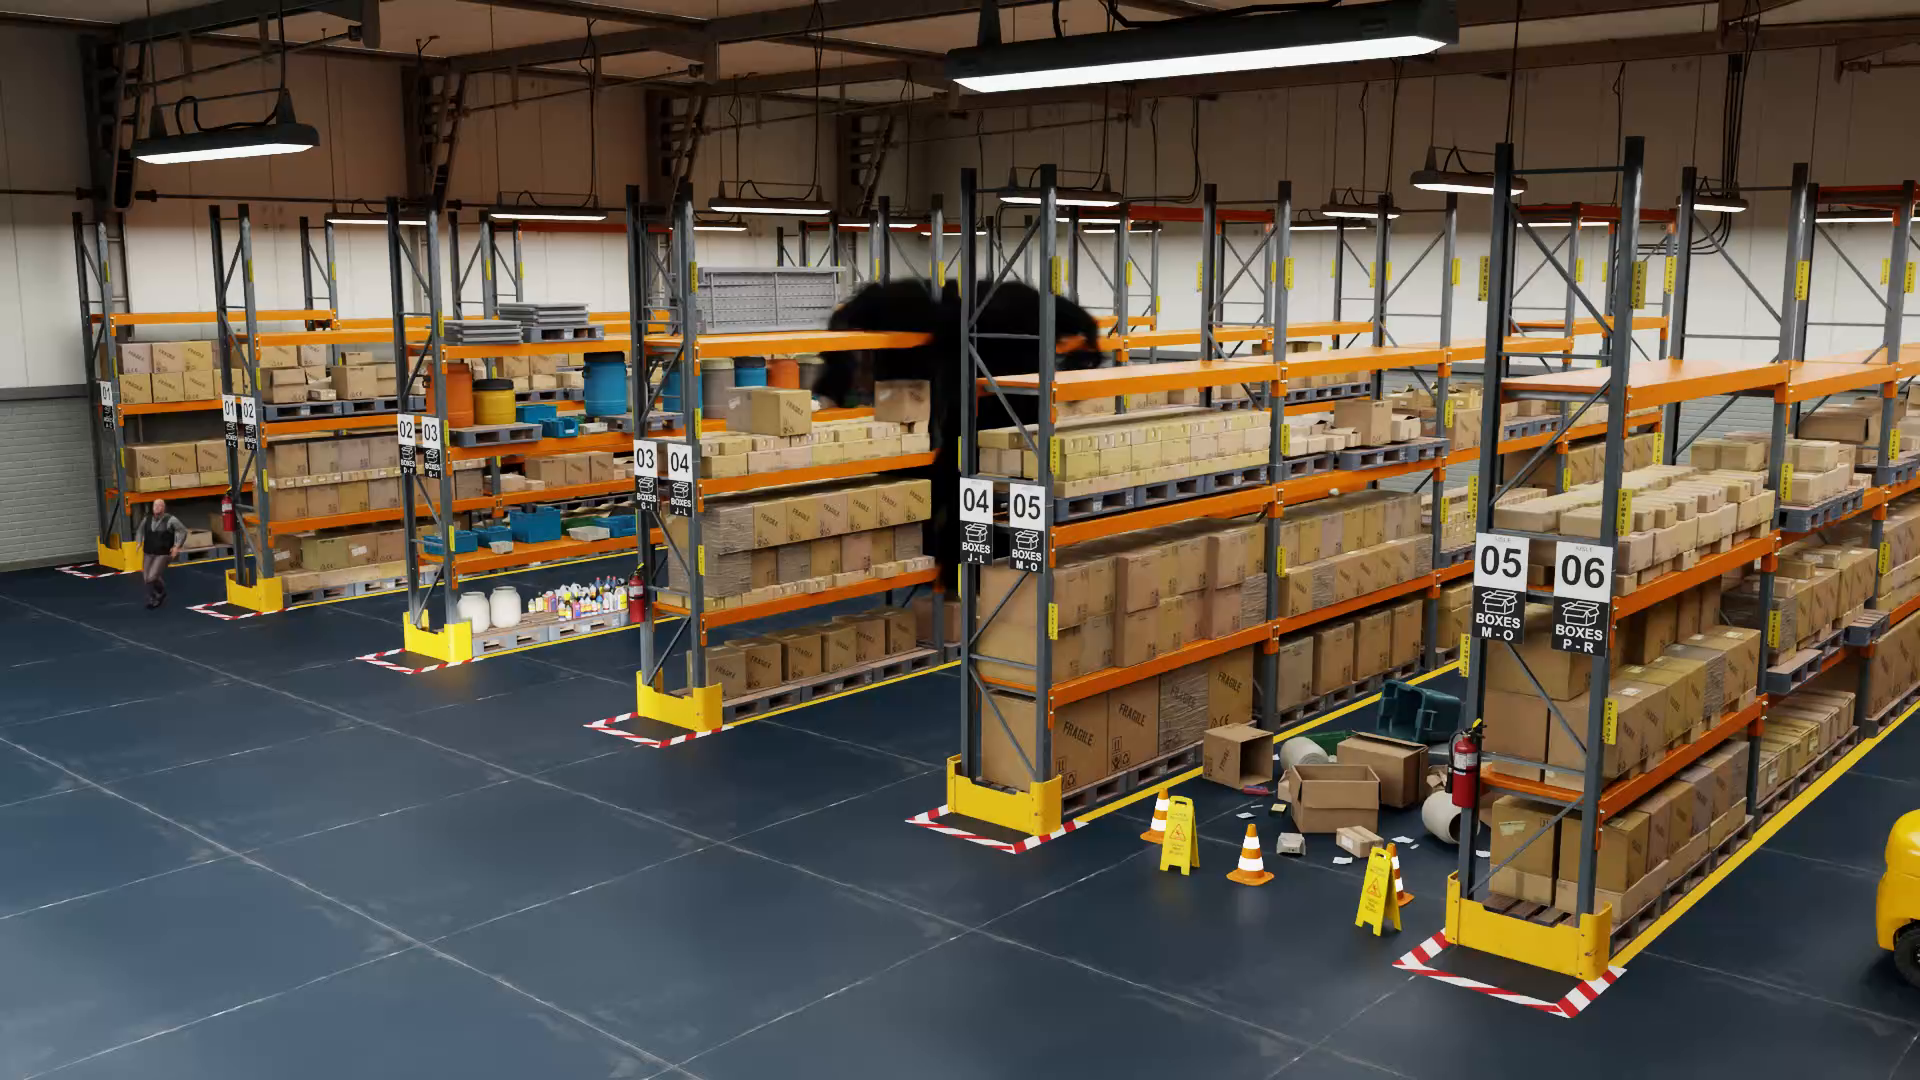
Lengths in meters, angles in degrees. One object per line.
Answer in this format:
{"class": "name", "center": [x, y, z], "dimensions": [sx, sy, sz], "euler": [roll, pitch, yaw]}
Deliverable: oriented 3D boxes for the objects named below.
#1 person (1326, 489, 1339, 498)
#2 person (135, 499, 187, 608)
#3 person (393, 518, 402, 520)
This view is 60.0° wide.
{"class": "person", "center": [5.950, -0.027, 26.544], "dimensions": [0.595, 1.622, 0.561], "euler": [6, 11, 34]}
{"class": "person", "center": [-12.019, 0.213, 24.933], "dimensions": [0.715, 1.666, 0.589], "euler": [1, 10, 6]}
{"class": "person", "center": [-9.864, -0.466, 29.529], "dimensions": [0.718, 1.583, 1.002], "euler": [5, 11, 27]}
